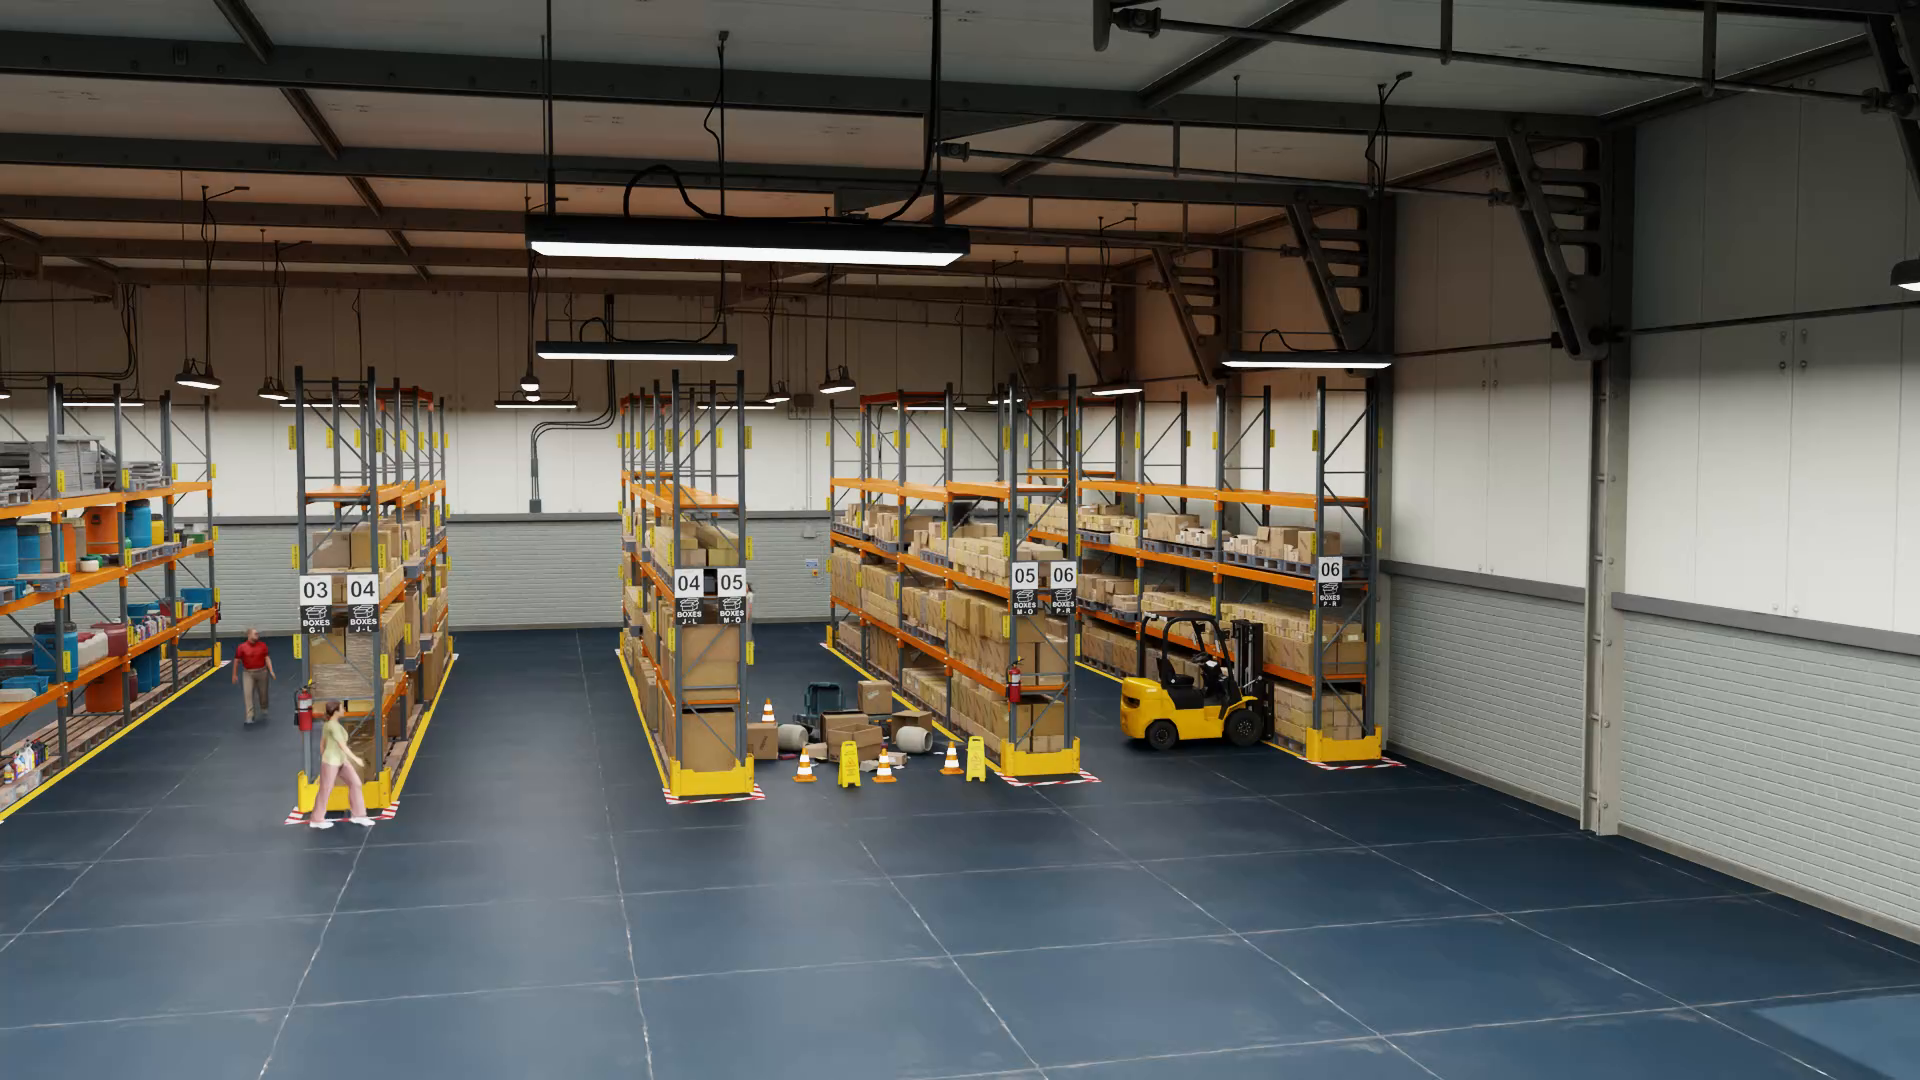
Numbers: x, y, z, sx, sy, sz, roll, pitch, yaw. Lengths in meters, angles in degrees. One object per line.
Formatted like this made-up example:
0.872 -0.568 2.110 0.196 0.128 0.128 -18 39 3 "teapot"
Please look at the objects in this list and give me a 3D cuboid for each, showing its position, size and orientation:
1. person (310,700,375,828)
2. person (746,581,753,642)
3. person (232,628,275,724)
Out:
-7.981 2.882 21.374 0.767 1.663 0.428 0 3 2 "person"
-5.123 1.830 39.419 0.505 1.710 0.443 3 5 43 "person"
-12.578 2.398 29.611 0.725 1.677 1.086 -1 4 -18 "person"
